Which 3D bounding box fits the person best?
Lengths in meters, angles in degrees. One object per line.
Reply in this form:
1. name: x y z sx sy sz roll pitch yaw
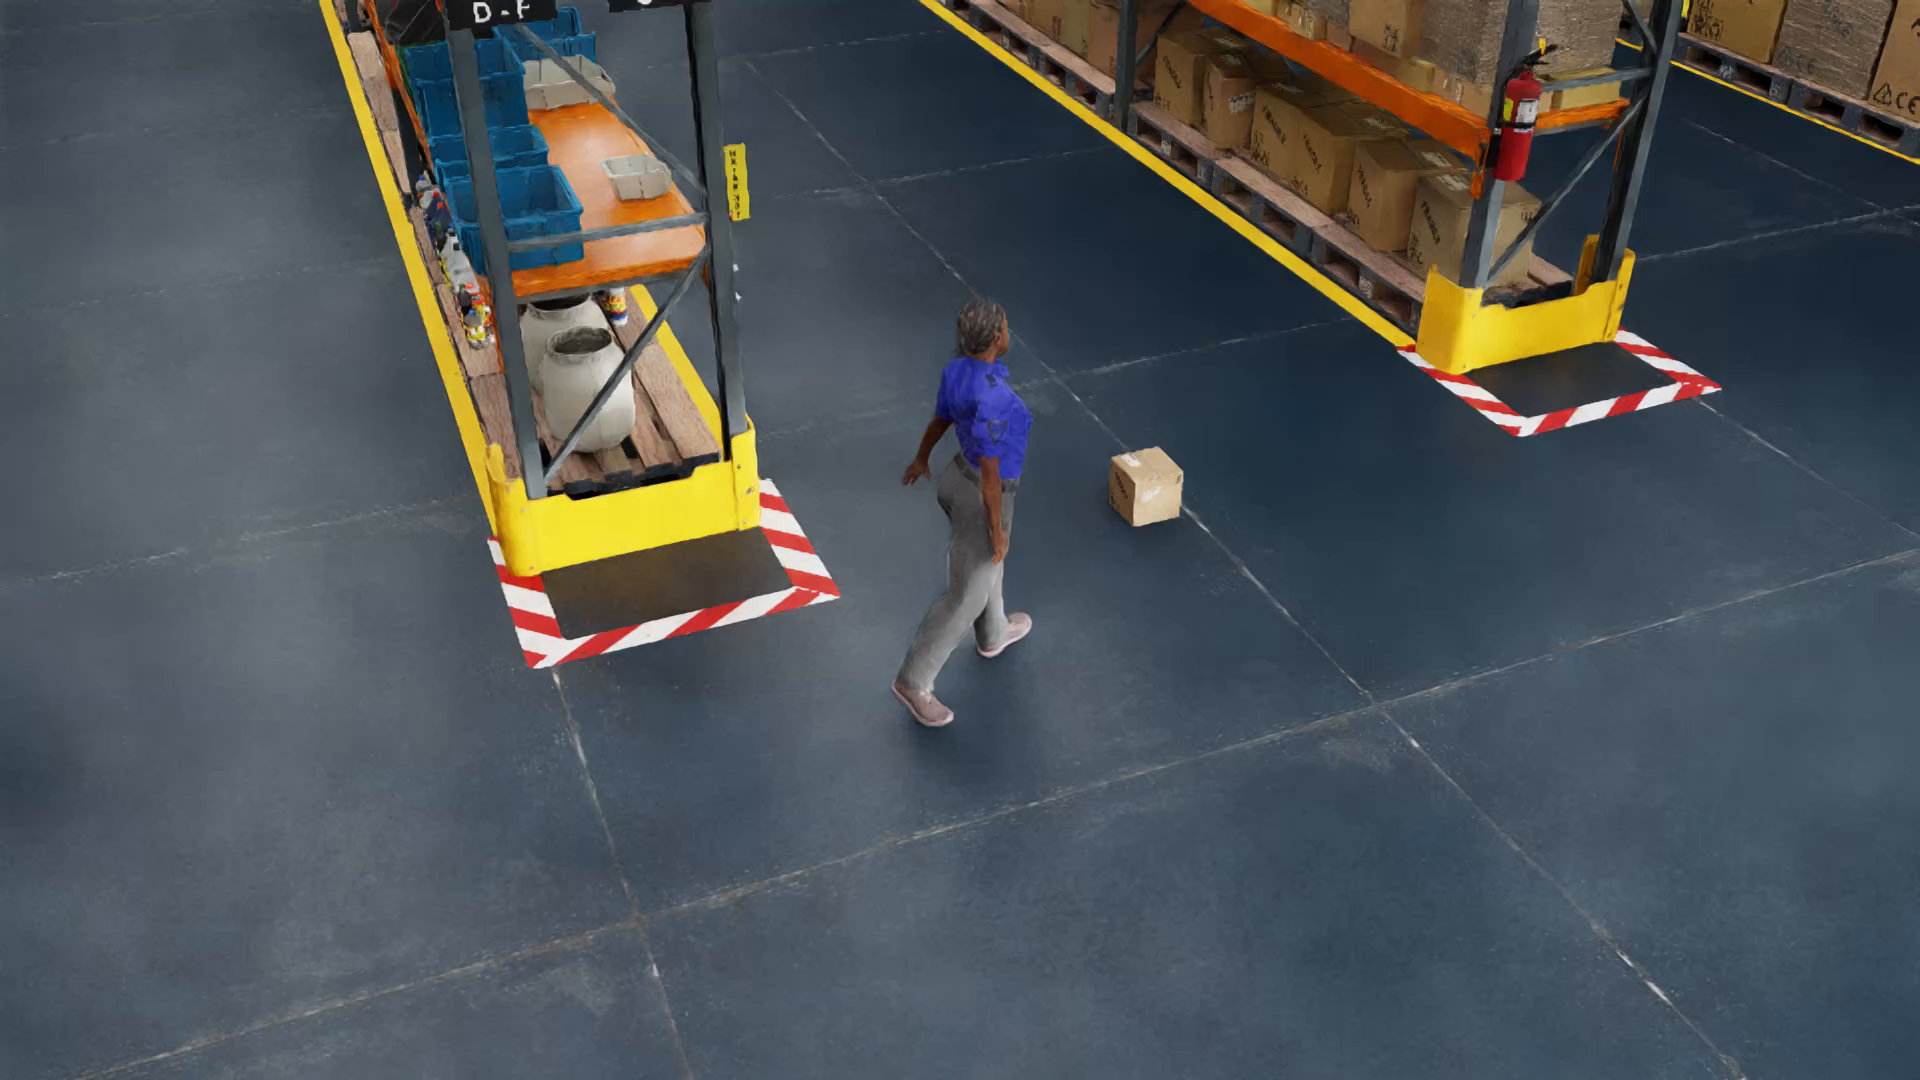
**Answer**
1. person: 0.009 -0.165 6.402 0.745 1.634 0.749 -14 36 -21
